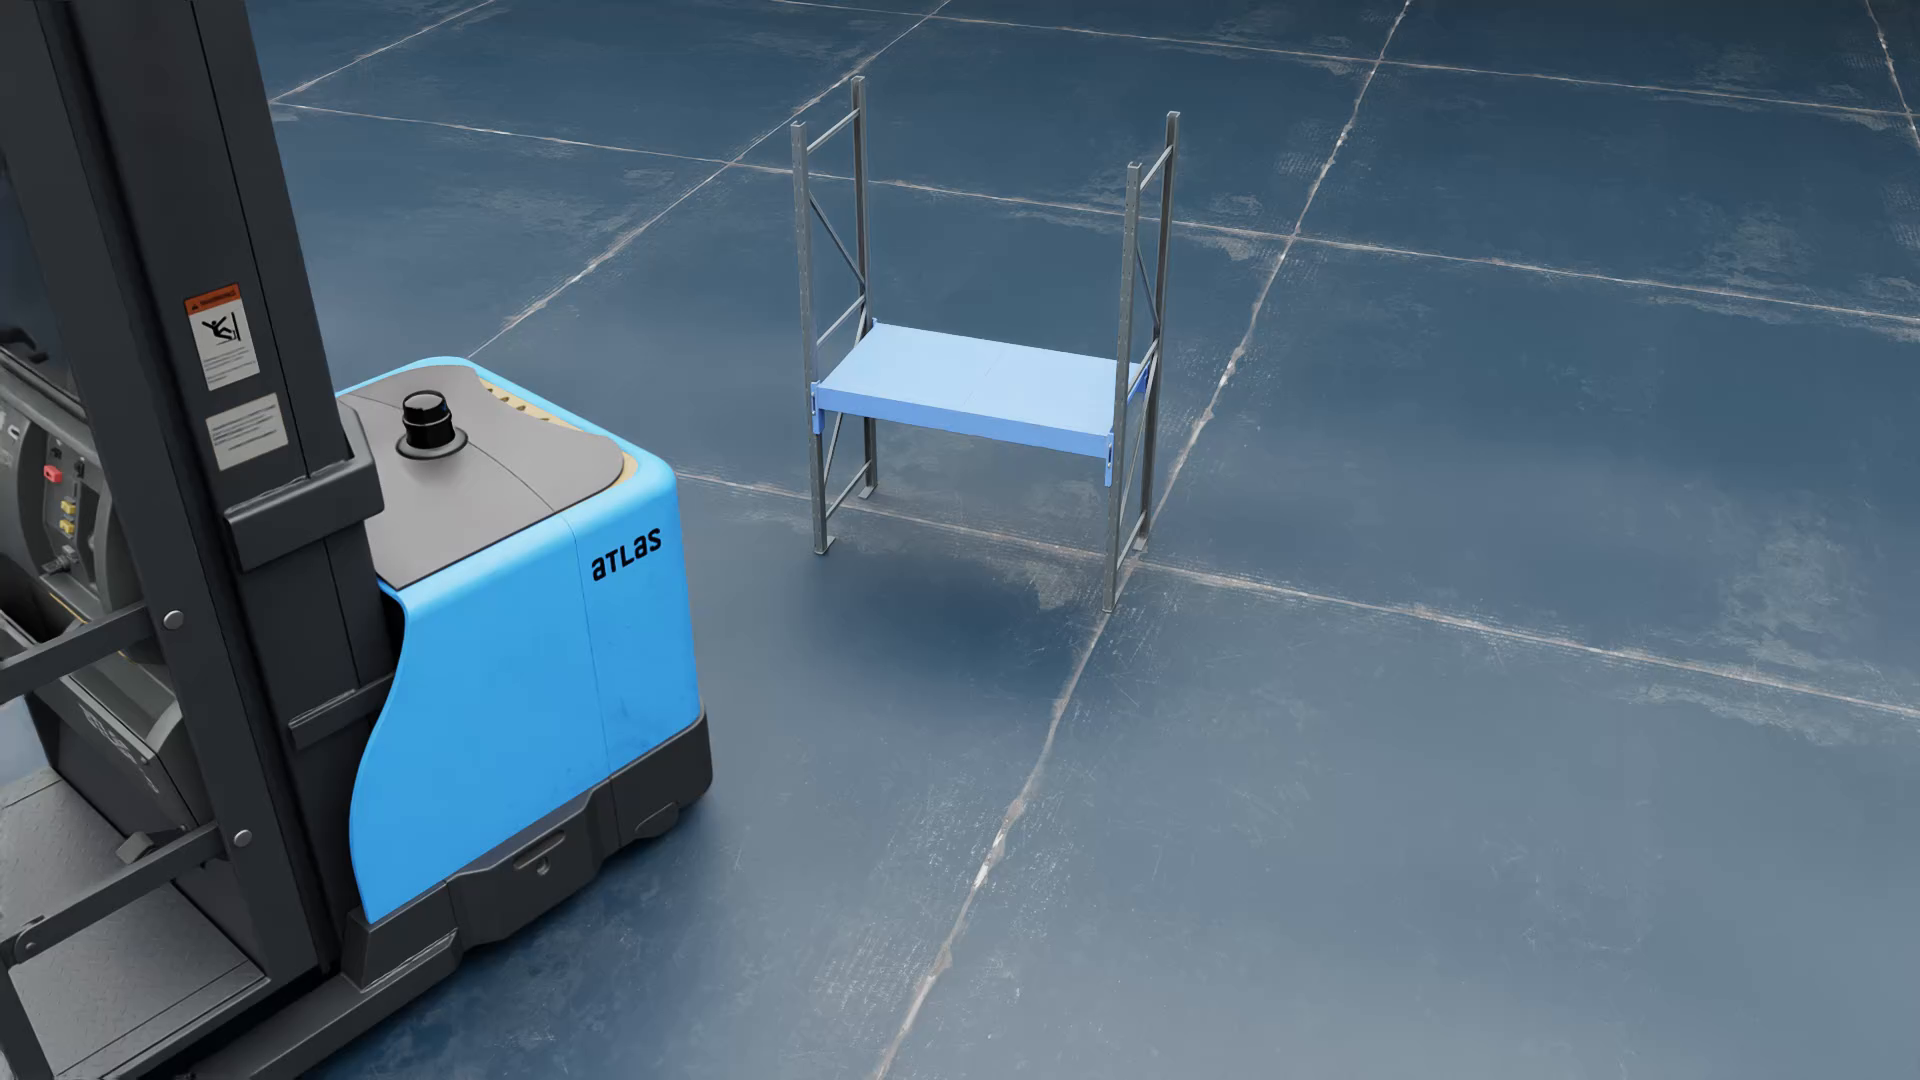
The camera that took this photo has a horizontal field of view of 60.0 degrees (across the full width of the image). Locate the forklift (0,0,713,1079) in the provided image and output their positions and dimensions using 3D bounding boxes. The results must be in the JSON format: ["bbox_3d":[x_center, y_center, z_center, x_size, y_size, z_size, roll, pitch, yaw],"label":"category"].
[{"bbox_3d":[-2.034,-0.087,3.182,1.130,2.935,3.031,26,41,34],"label":"forklift"}]

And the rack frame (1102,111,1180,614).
[{"bbox_3d":[0.559,-0.521,5.175,0.032,1.500,0.500,11,34,16],"label":"rack frame"}]

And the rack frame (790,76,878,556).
[{"bbox_3d":[-0.398,-0.708,5.463,0.032,1.500,0.500,11,34,16],"label":"rack frame"}]

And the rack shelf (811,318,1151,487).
[{"bbox_3d":[0.080,-0.463,5.417,1.000,0.185,0.538,11,34,16],"label":"rack shelf"}]

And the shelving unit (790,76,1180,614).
[{"bbox_3d":[0.080,-0.614,5.319,1.048,1.500,0.538,11,34,16],"label":"shelving unit"}]
